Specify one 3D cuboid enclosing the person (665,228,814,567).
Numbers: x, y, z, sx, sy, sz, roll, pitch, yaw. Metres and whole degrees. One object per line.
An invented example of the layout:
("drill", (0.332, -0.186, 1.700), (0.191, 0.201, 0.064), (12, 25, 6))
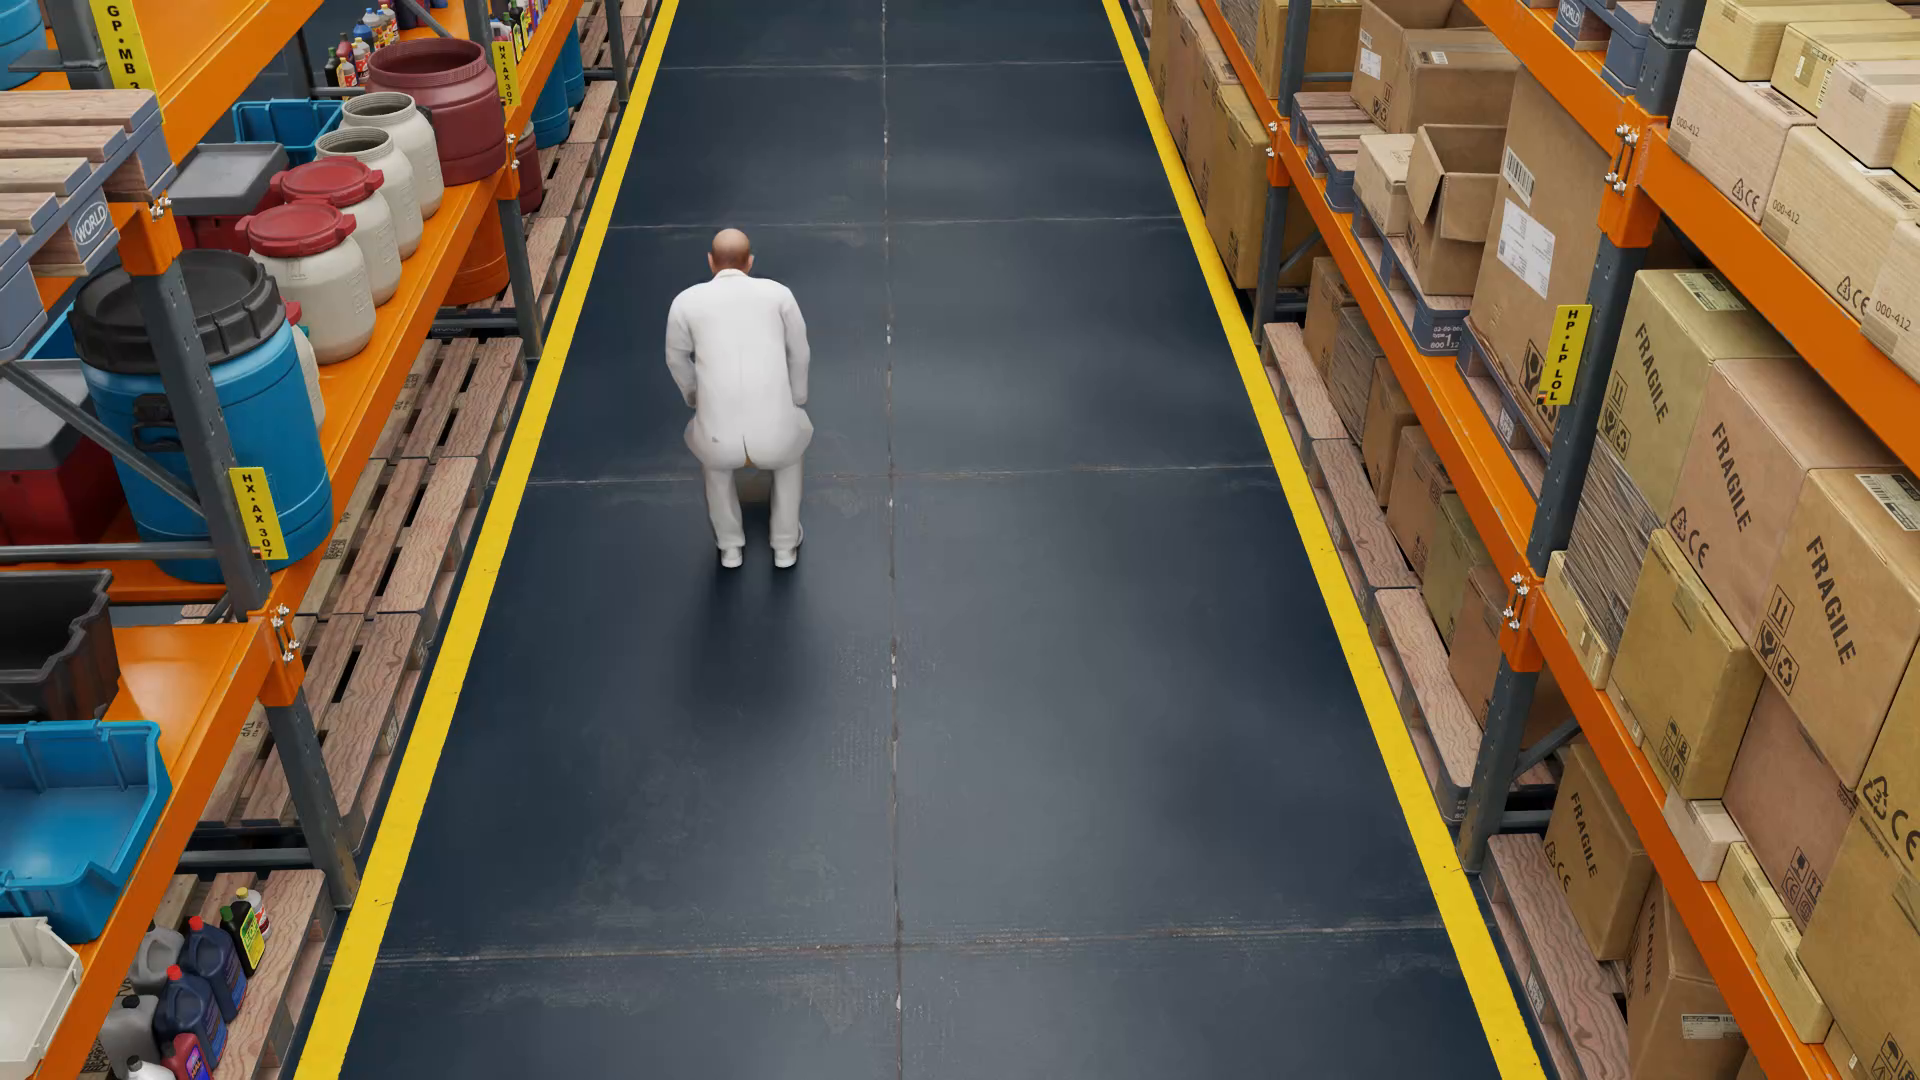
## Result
("person", (-0.962, -0.583, 7.286), (0.630, 1.454, 0.700), (-1, 35, -2))
